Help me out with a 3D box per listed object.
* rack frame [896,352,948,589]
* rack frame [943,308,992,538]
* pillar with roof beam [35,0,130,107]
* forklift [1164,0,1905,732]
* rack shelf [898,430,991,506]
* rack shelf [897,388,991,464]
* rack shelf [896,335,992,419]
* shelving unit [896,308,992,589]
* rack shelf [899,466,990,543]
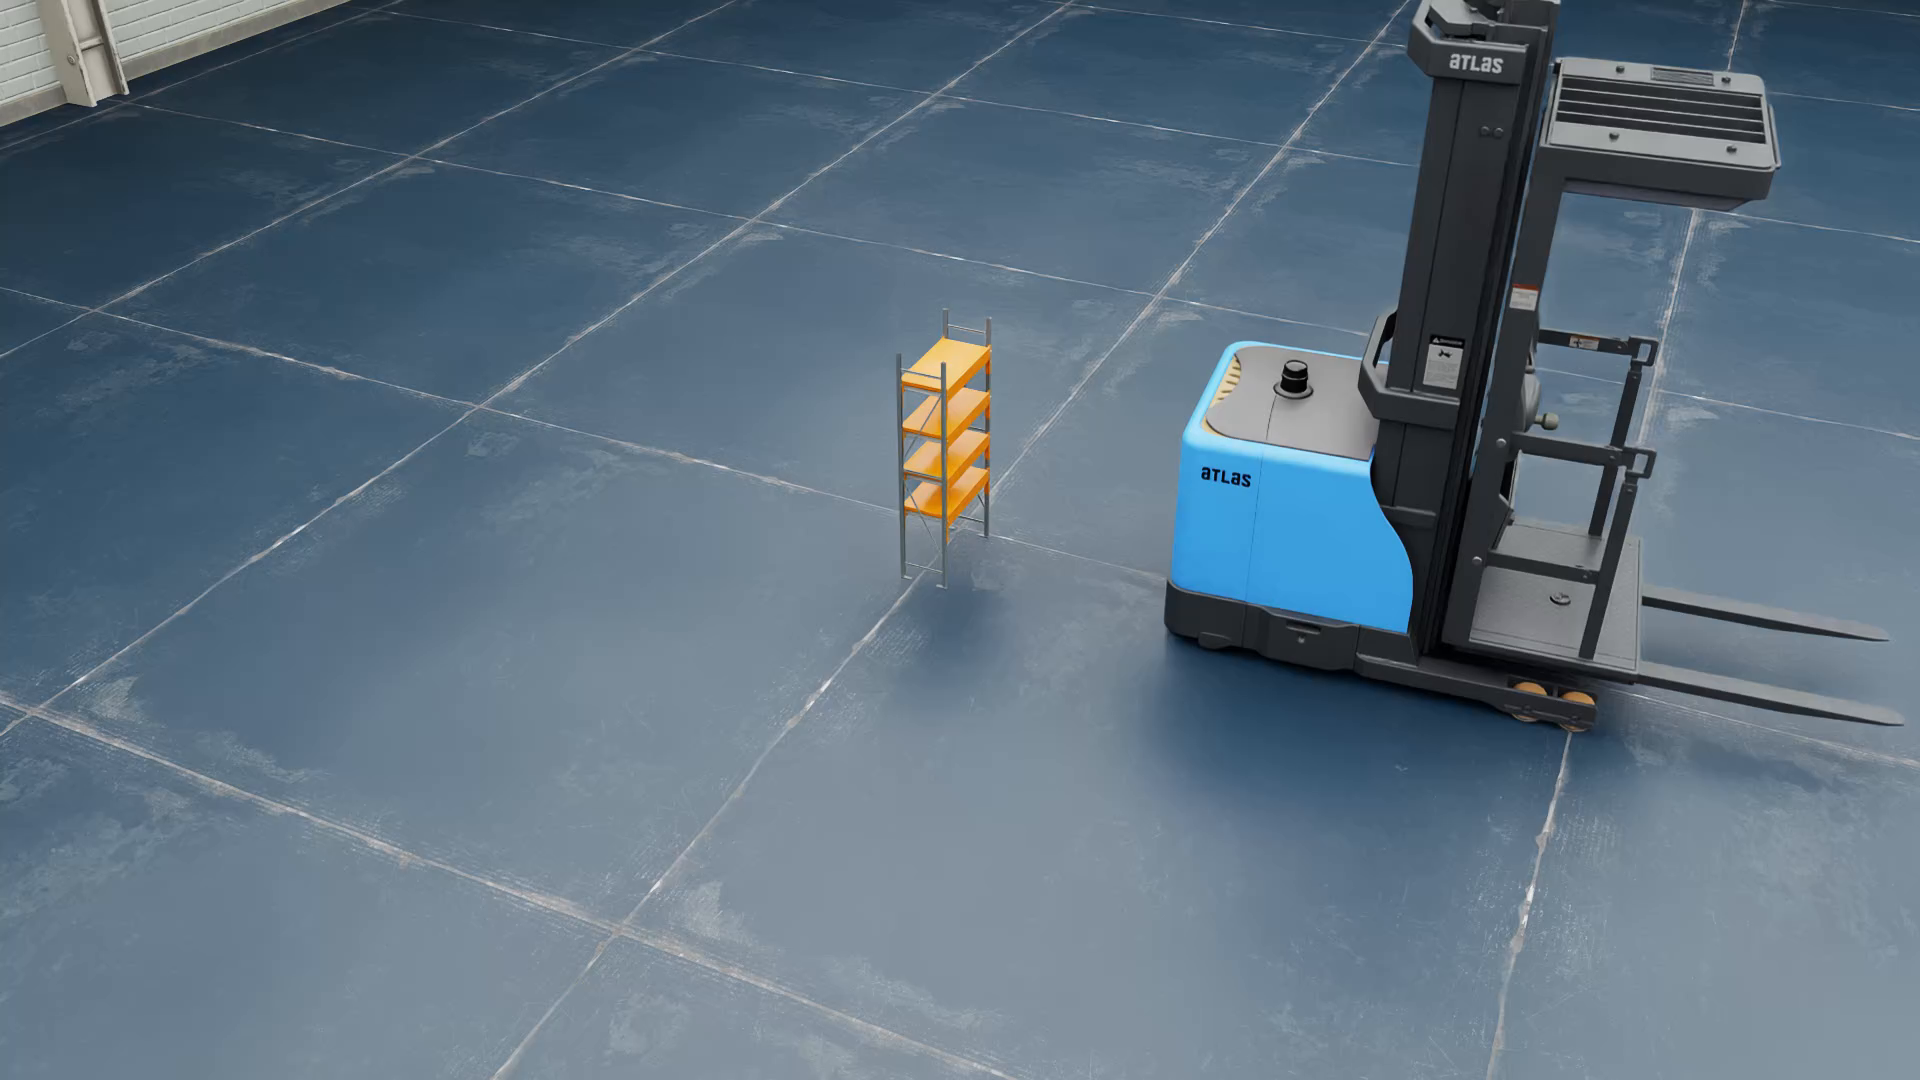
[{"bbox_3d":[-0.171,-0.298,7.610,0.240,1.200,0.015,14,36,20],"label":"rack frame"},{"bbox_3d":[0.033,-0.541,7.981,0.240,1.200,0.015,14,36,20],"label":"rack frame"},{"bbox_3d":[-3.290,-6.471,9.913,9.100,9.000,0.400,14,36,20],"label":"pillar with roof beam"},{"bbox_3d":[2.499,-0.747,6.716,3.031,2.935,1.130,11,35,16],"label":"forklift"},{"bbox_3d":[-0.069,-0.363,7.832,0.258,0.148,0.480,14,36,20],"label":"rack shelf"},{"bbox_3d":[-0.069,-0.550,7.710,0.258,0.148,0.480,14,36,20],"label":"rack shelf"},{"bbox_3d":[-0.069,-0.748,7.580,0.258,0.148,0.480,14,36,20],"label":"rack shelf"},{"bbox_3d":[-0.069,-0.419,7.795,0.258,1.200,0.503,14,36,20],"label":"shelving unit"},{"bbox_3d":[-0.069,-0.197,7.941,0.258,0.148,0.480,14,36,20],"label":"rack shelf"}]
